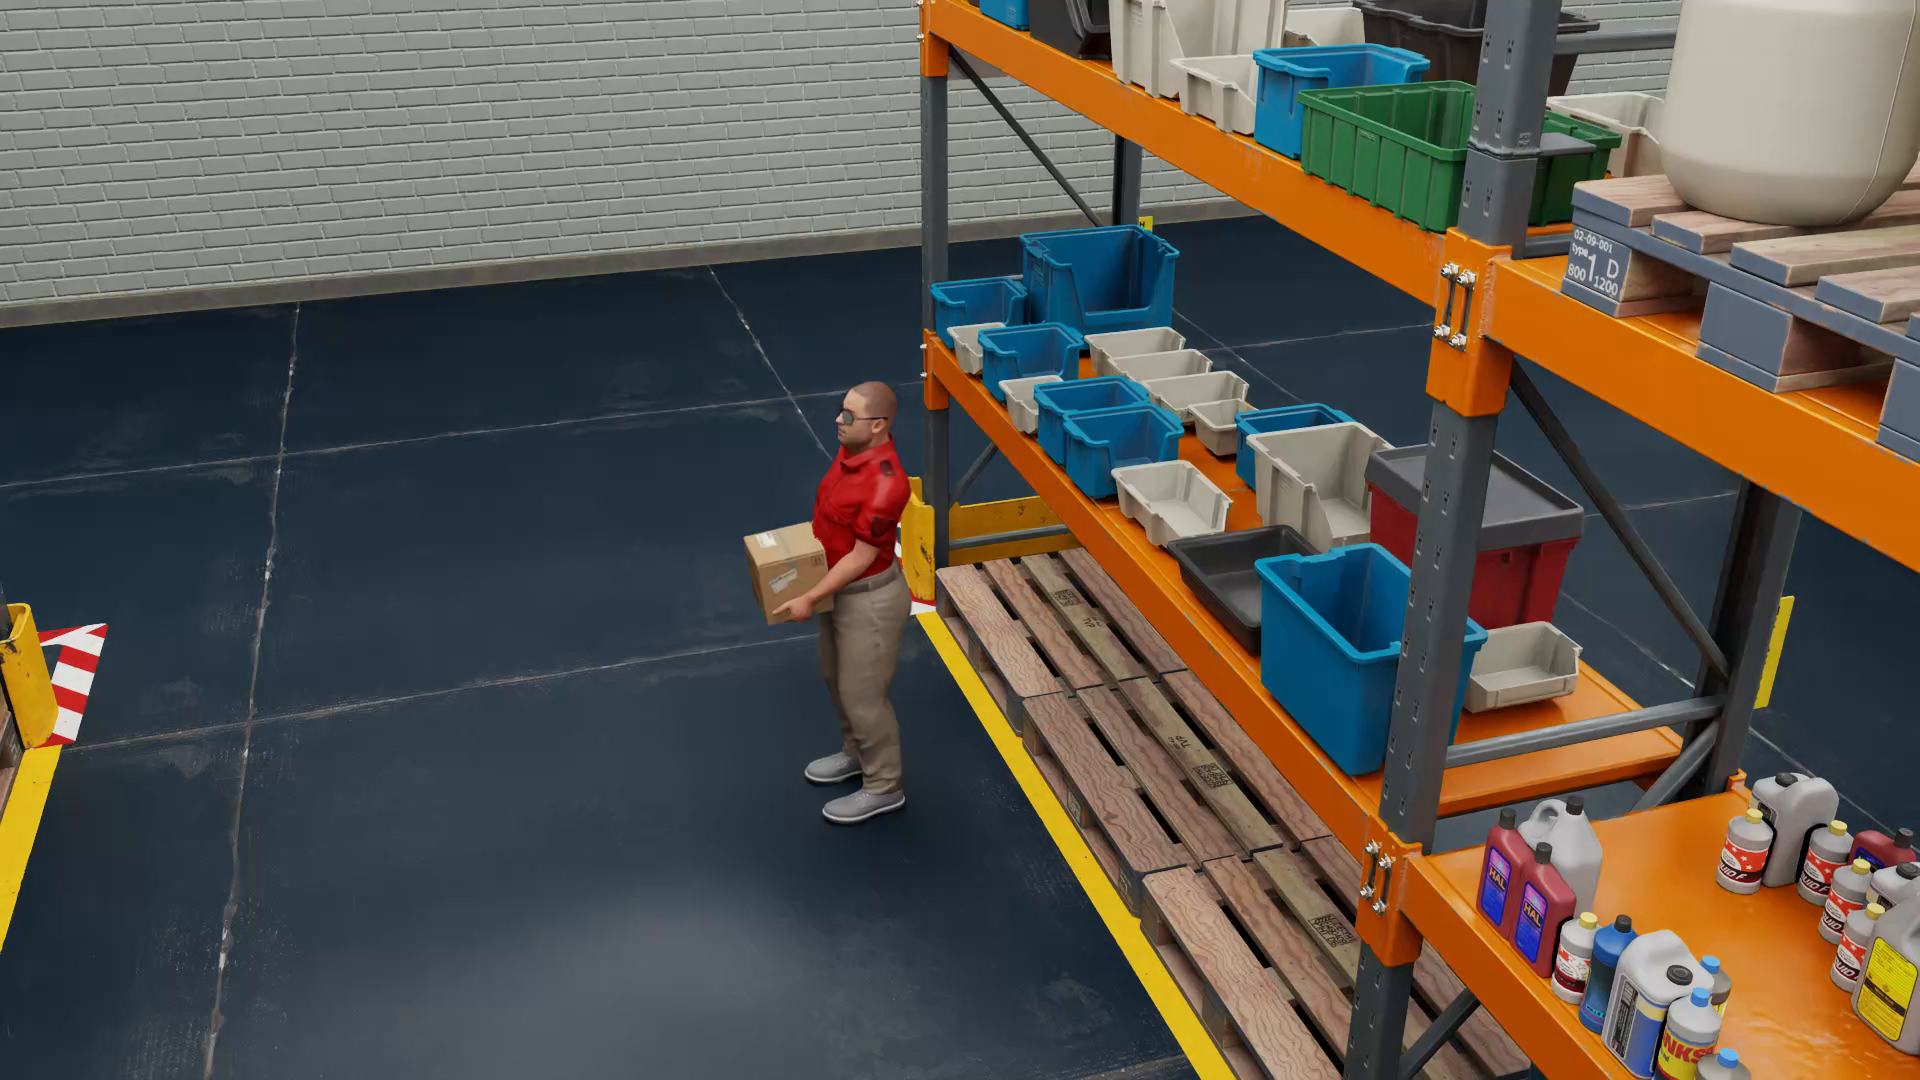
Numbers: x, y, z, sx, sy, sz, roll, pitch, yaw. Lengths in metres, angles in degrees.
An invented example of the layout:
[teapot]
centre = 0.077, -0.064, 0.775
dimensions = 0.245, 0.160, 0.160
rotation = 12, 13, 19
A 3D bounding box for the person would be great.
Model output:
[person]
centre = -0.454, 0.237, 6.156
dimensions = 0.535, 1.719, 0.504
rotation = -8, 27, -16
